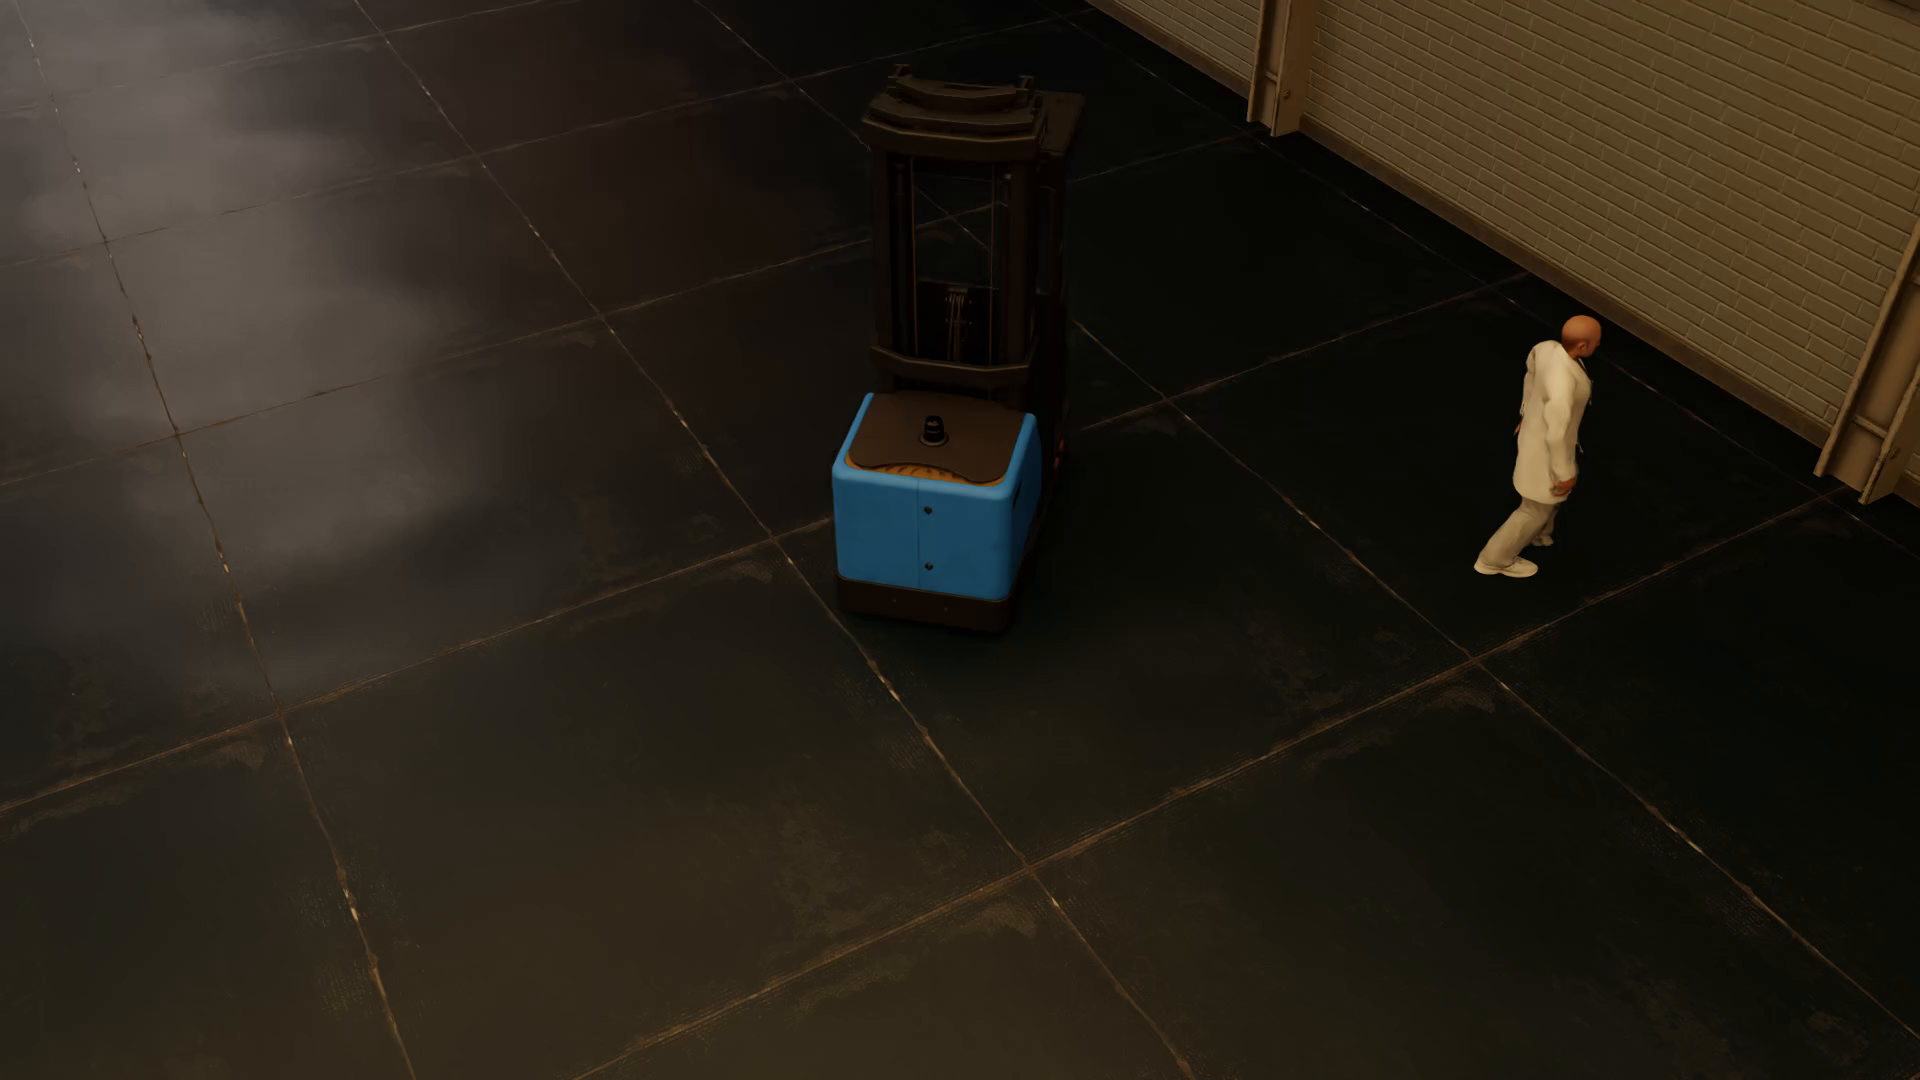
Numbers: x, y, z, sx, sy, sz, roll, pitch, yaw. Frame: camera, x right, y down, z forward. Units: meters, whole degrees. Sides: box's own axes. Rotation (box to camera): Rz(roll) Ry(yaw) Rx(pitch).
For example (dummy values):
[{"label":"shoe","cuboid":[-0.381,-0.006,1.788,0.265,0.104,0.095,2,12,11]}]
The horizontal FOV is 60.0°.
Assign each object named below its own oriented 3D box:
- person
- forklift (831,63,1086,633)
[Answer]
[{"label":"person","cuboid":[3.414,-0.511,9.629,0.563,1.828,0.699,4,40,4]},{"label":"forklift","cuboid":[0.095,-1.542,9.895,1.130,2.935,3.031,8,40,10]}]
